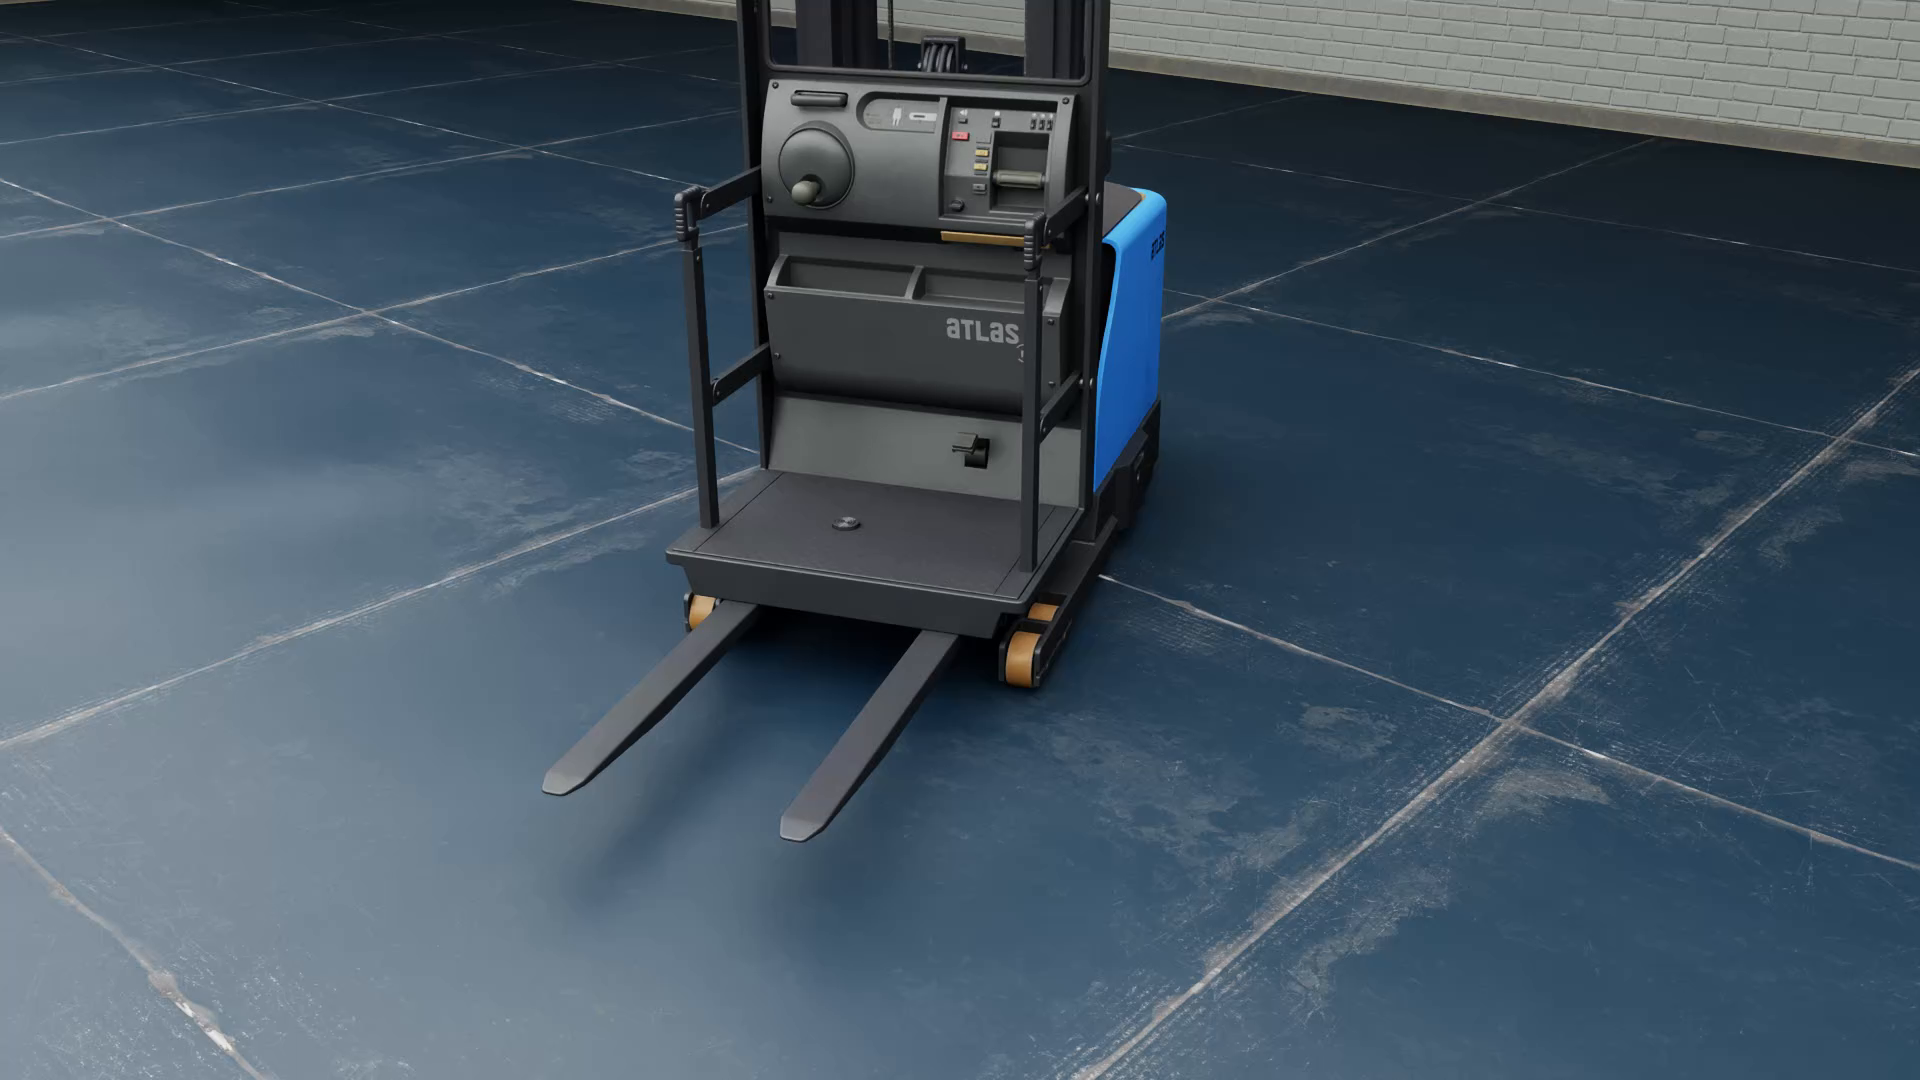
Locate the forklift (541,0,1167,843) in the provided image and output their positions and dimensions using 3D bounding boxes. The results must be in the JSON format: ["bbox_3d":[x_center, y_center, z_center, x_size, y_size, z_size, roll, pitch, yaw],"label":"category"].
[{"bbox_3d":[-0.195,-1.093,4.606,1.130,2.935,3.031,8,25,16],"label":"forklift"}]
